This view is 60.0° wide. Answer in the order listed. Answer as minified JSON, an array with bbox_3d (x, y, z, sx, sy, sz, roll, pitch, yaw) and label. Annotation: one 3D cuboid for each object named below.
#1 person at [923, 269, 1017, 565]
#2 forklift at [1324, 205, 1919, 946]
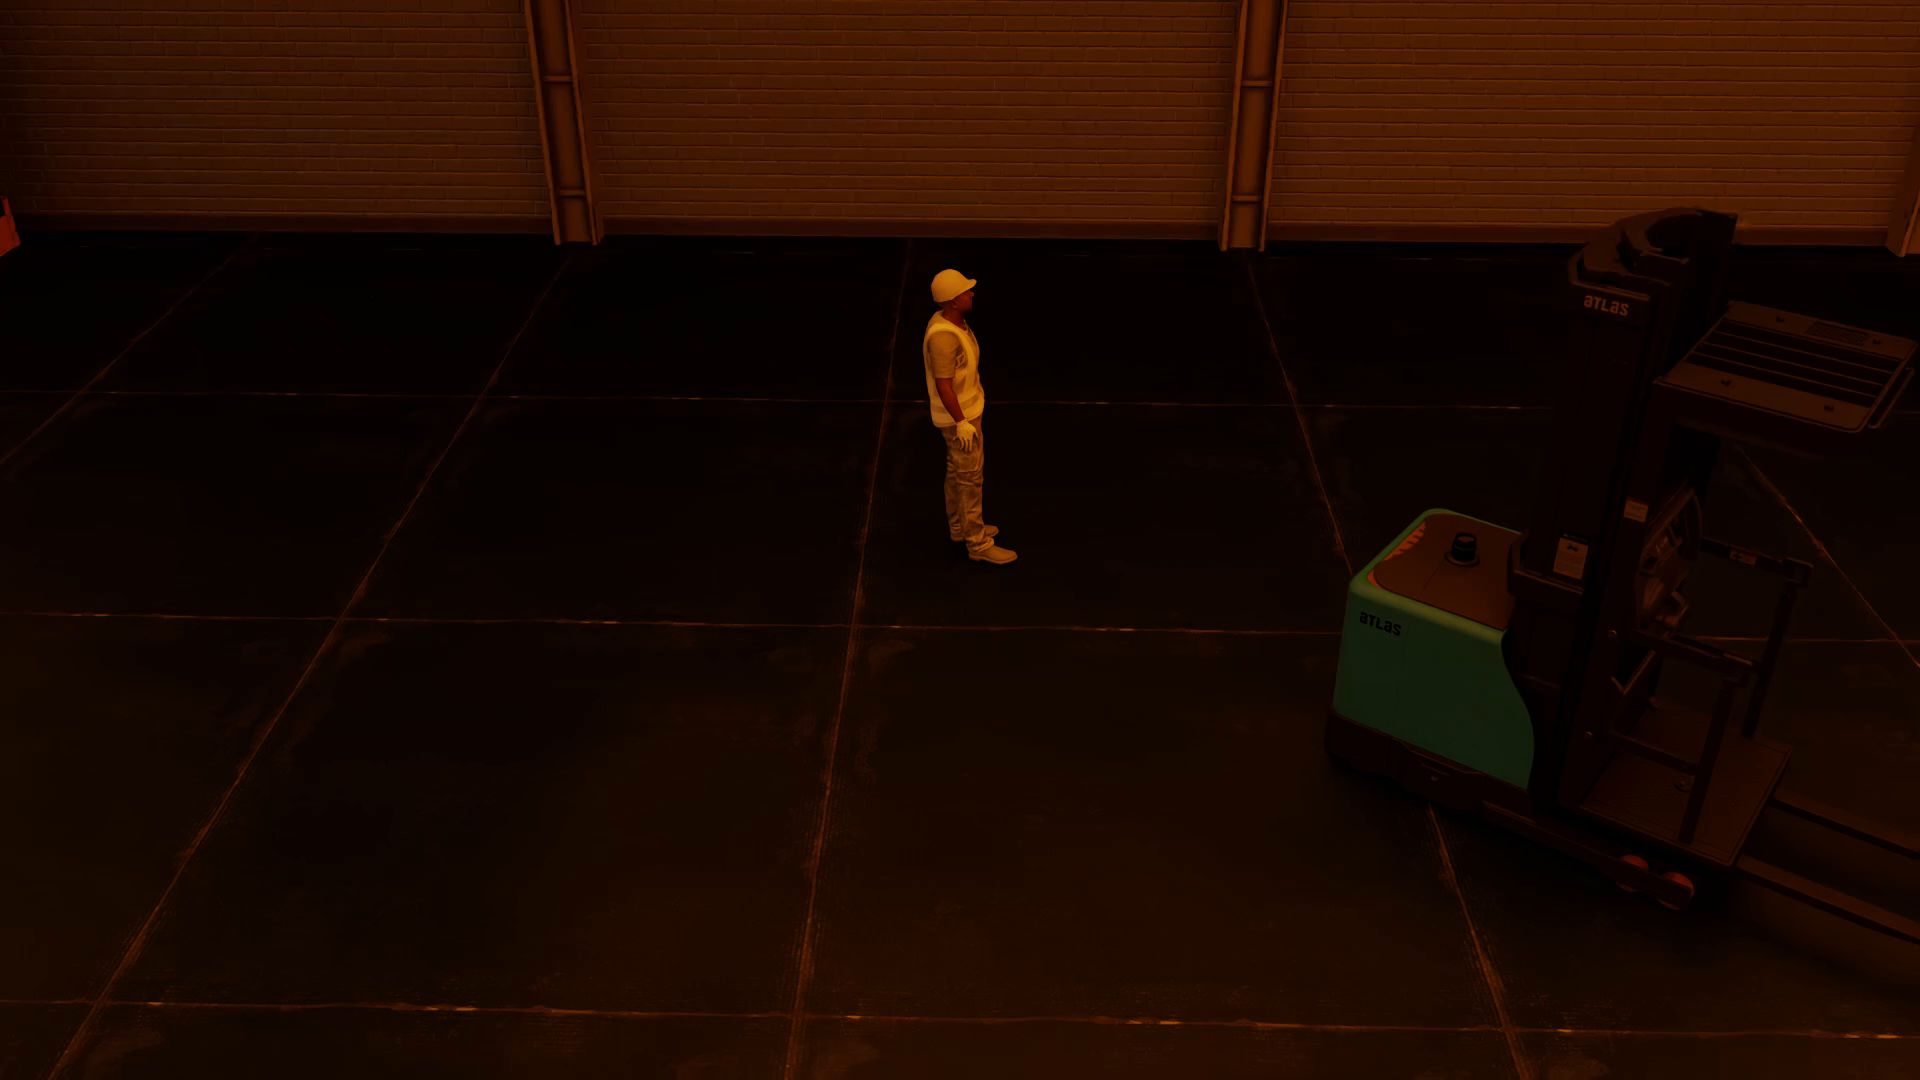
[{"bbox_3d":[0.072,-0.769,10.035,0.575,1.784,0.656,1,31,1],"label":"person"},{"bbox_3d":[3.354,0.123,7.405,3.031,2.935,1.130,21,37,32],"label":"forklift"}]
